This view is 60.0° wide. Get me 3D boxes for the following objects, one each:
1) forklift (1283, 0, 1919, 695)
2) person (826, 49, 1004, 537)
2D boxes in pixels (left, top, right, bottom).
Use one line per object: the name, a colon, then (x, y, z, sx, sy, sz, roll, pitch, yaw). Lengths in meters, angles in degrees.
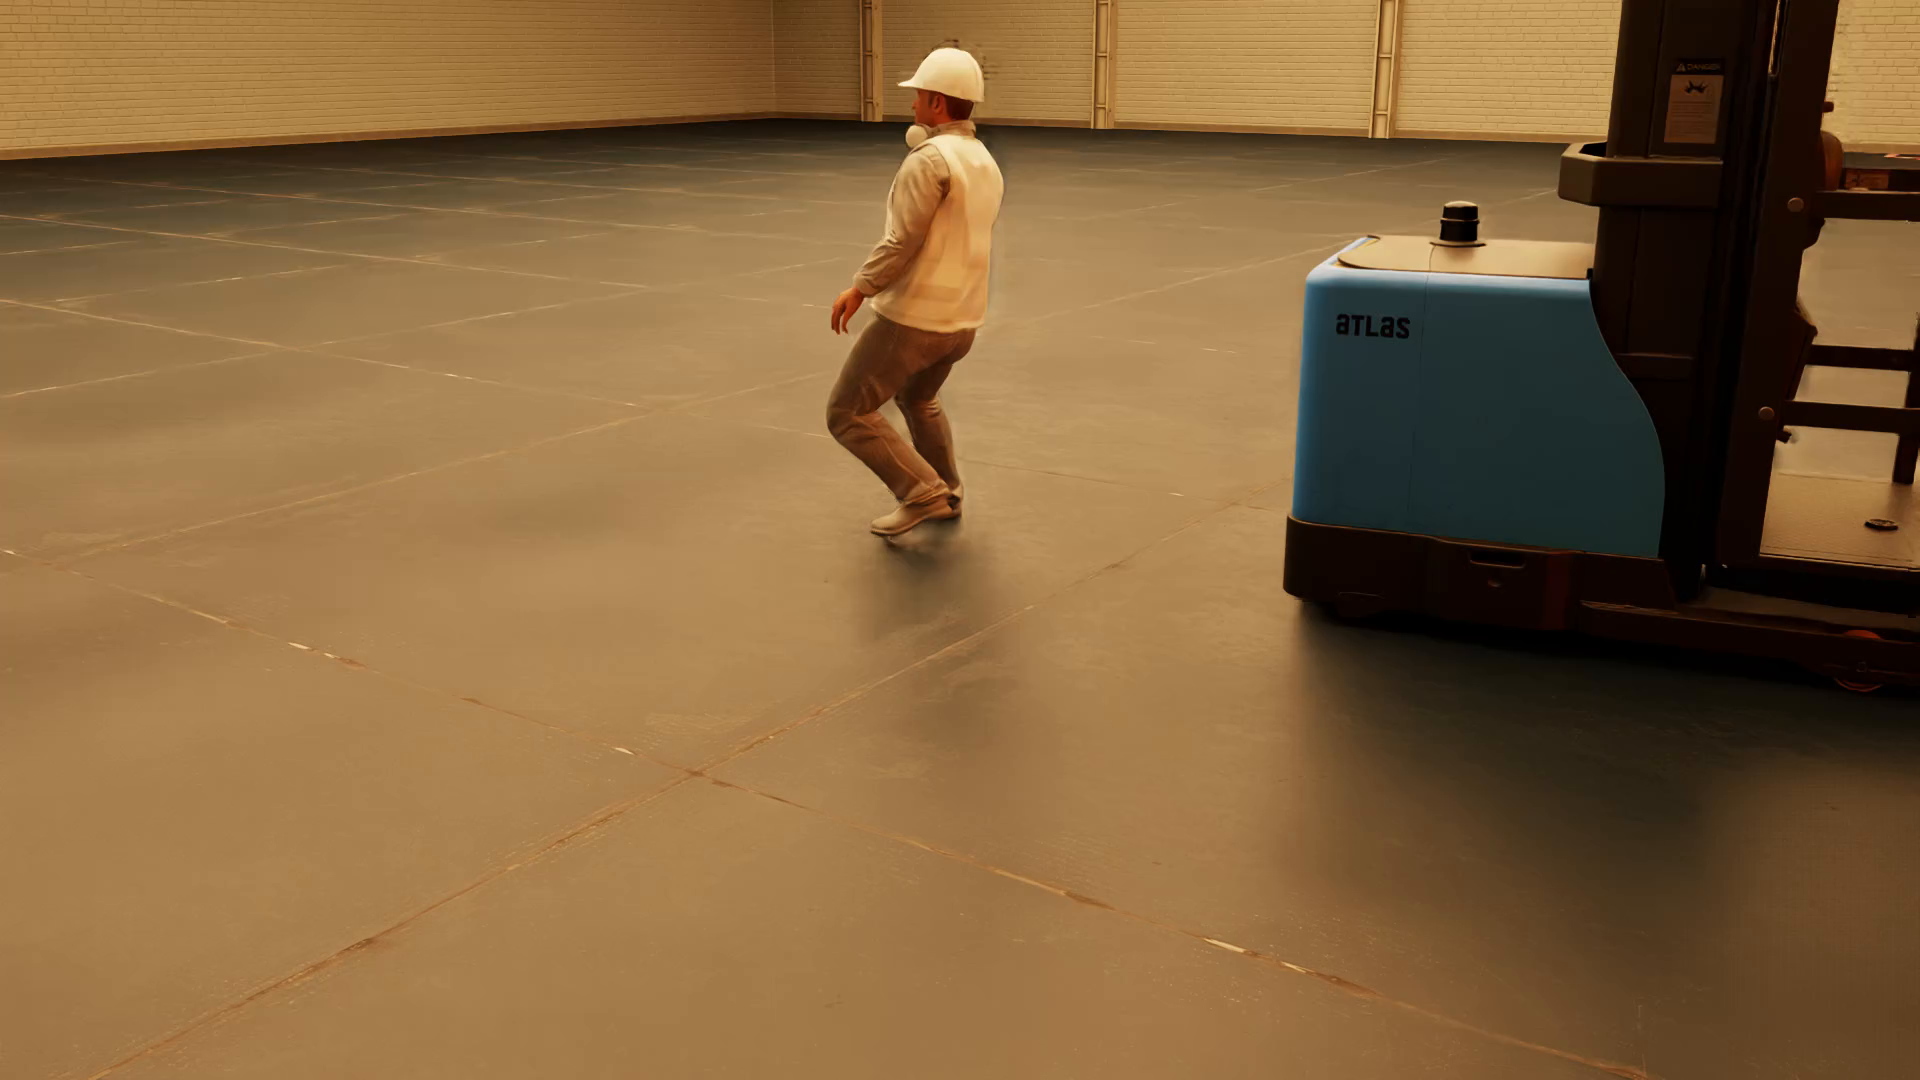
forklift: (2.576, -1.140, 4.646, 3.031, 2.935, 1.130, 7, 18, 21)
person: (-0.137, -0.830, 5.787, 0.573, 1.688, 0.755, 9, 19, 28)
